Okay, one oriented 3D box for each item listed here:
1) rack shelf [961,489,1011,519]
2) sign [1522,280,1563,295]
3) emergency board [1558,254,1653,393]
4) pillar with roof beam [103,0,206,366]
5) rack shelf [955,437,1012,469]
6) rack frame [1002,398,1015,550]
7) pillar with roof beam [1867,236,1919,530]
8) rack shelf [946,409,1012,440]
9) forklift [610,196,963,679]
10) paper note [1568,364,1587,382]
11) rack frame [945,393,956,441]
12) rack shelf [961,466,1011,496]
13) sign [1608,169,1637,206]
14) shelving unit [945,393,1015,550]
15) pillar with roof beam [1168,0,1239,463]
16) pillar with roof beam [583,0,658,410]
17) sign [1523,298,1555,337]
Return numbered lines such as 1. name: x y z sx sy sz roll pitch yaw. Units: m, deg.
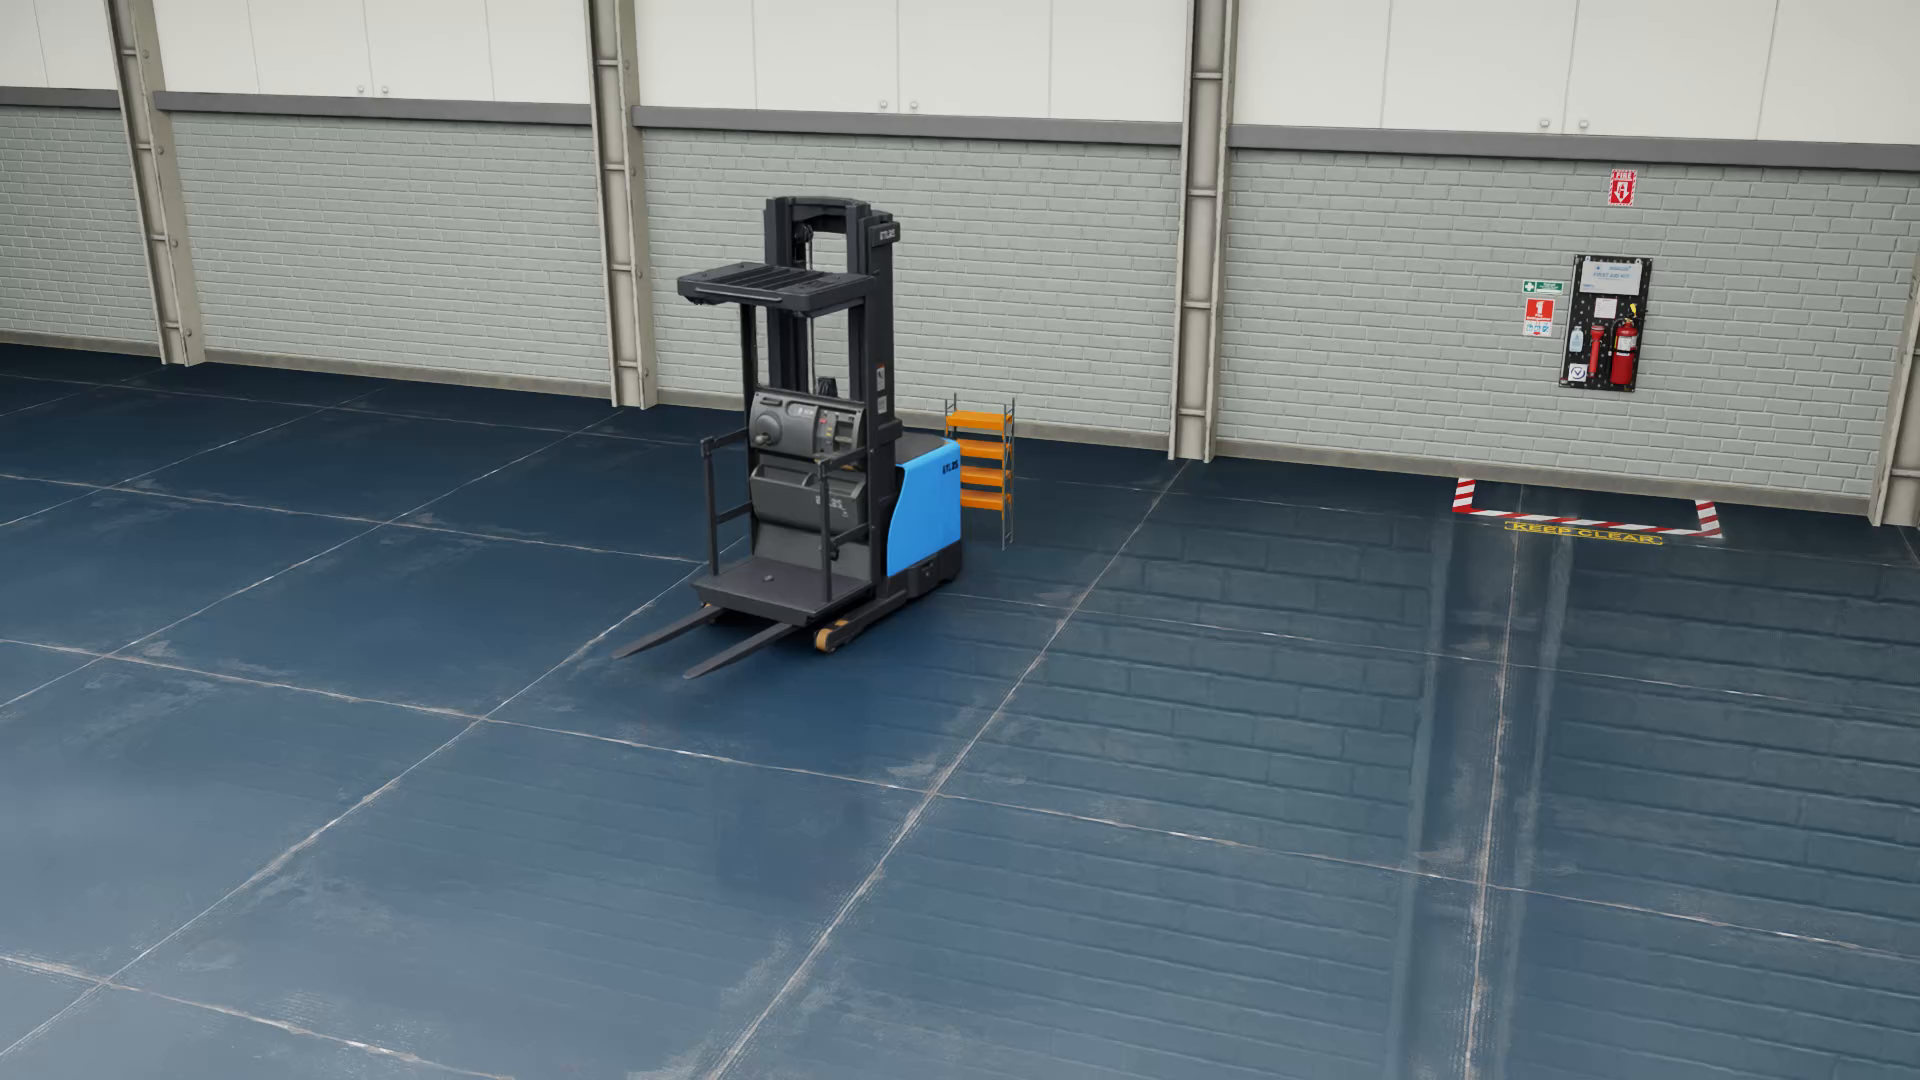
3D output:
1. rack shelf: 0.156 -0.298 13.415 0.480 0.148 0.258 7 20 18
2. sign: 5.069 -2.197 14.463 0.331 0.109 0.001 7 20 18
3. emergency board: 5.556 -1.842 14.302 0.643 1.169 0.194 7 20 18
4. pillar with roof beam: -10.538 -5.001 14.253 0.400 9.000 9.100 7 20 18
5. rack shelf: 0.156 -0.696 13.276 0.480 0.148 0.258 7 20 18
6. rack frame: 0.387 -0.522 13.252 0.015 1.200 0.240 7 20 18
7. pillar with roof beam: 6.465 -3.057 8.675 0.400 9.000 9.100 7 20 18
8. rack shelf: 0.156 -0.920 13.198 0.480 0.148 0.258 7 20 18
9. forklift: -1.182 -0.787 11.382 1.130 2.935 3.031 11 22 30
10. paper note: 5.411 -1.466 14.564 0.142 0.148 0.016 7 20 18
11. rack frame: -0.074 -0.575 13.403 0.015 1.200 0.240 7 20 18
12. rack shelf: 0.156 -0.485 13.350 0.480 0.148 0.258 7 20 18
13. sign: 5.581 -2.968 14.012 0.199 0.298 0.001 7 20 18
14. shelving unit: 0.156 -0.549 13.327 0.503 1.200 0.258 7 20 18
15. pillar with roof beam: 0.797 -3.705 10.534 0.400 9.000 9.100 7 20 18
16. pillar with roof beam: -4.870 -4.353 12.394 0.400 9.000 9.100 7 20 18
17. sign: 5.068 -1.950 14.560 0.234 0.329 0.001 7 20 18
